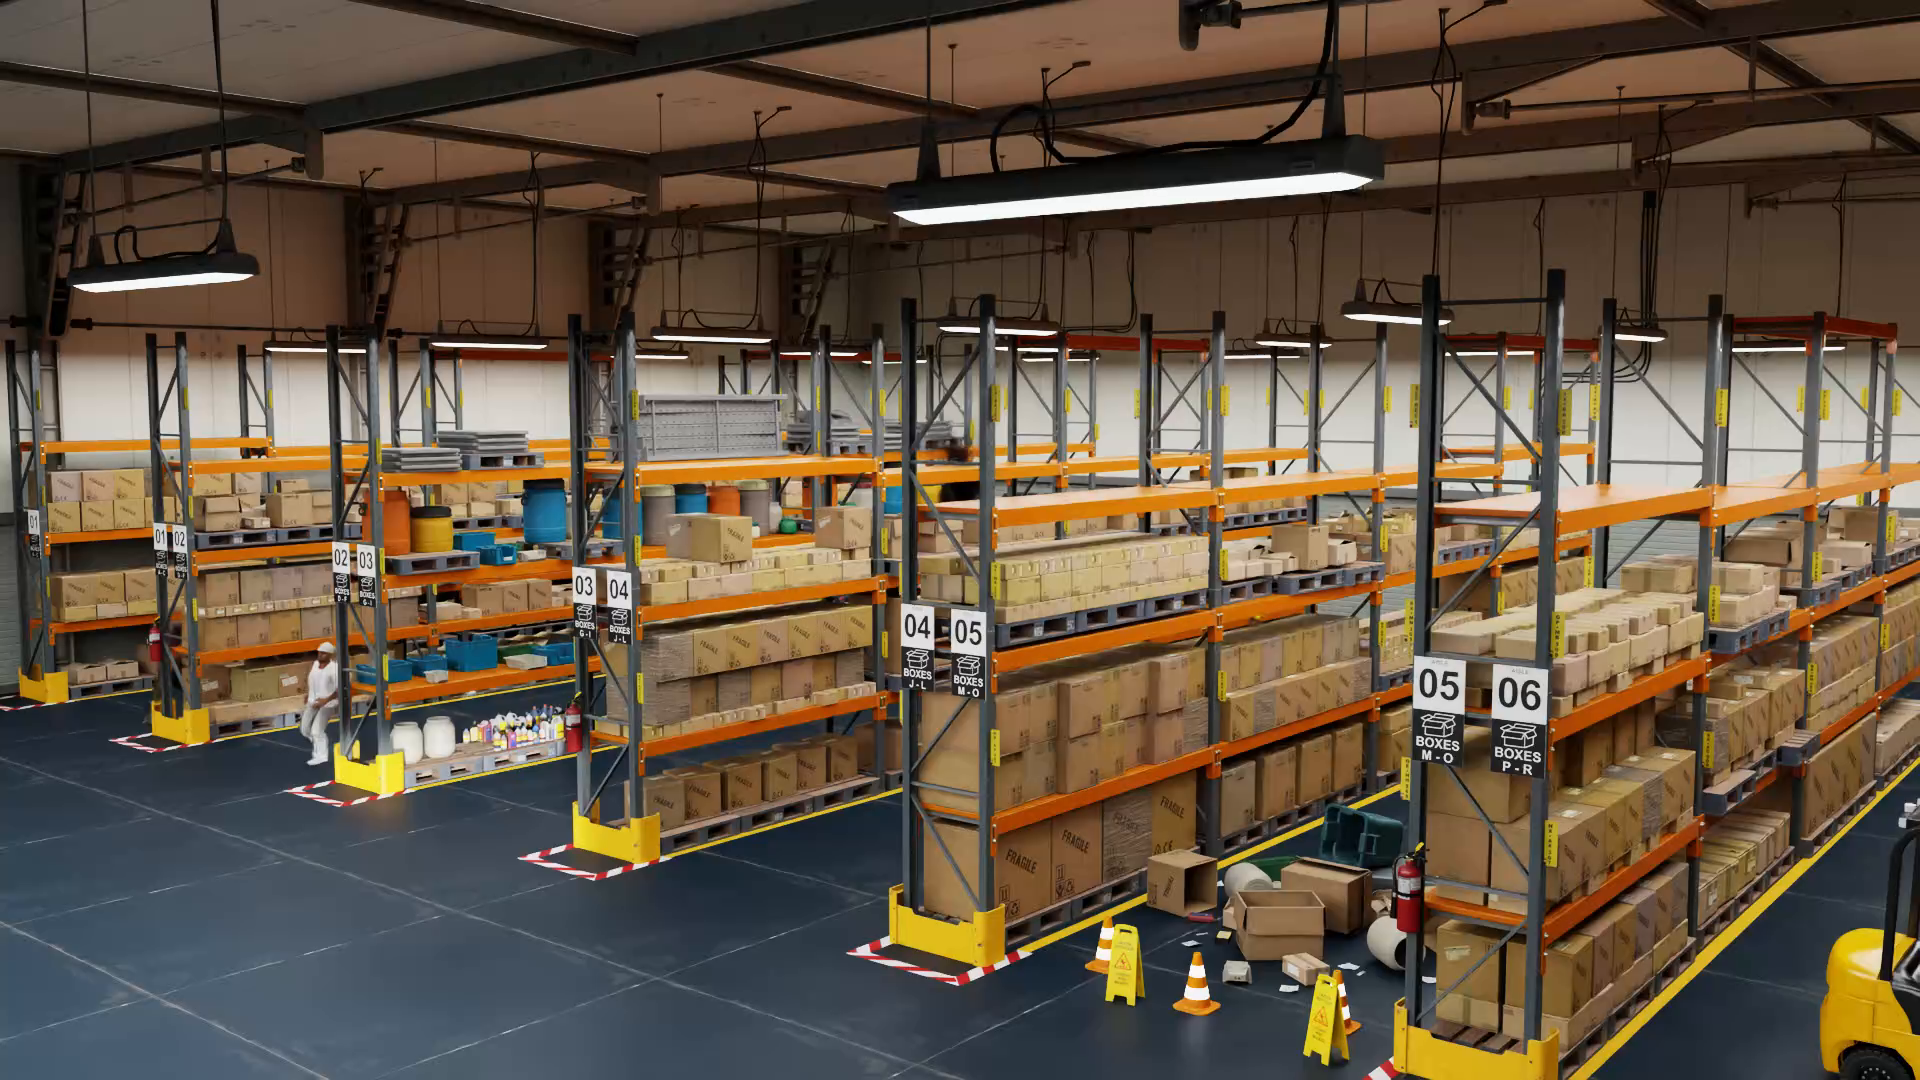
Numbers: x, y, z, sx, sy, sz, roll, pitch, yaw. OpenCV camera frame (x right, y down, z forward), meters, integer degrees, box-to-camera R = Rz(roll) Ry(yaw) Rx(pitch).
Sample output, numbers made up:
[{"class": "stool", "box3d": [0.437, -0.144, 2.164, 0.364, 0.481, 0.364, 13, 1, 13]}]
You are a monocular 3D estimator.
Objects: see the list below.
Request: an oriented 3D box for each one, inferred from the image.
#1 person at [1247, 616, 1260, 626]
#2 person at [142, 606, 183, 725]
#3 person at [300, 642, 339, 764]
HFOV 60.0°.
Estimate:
[{"class": "person", "box3d": [4.568, 1.972, 25.969, 0.696, 1.718, 0.605, 3, 6, 33]}, {"class": "person", "box3d": [-12.448, 1.973, 26.255, 0.668, 1.733, 1.159, 4, 6, 37]}, {"class": "person", "box3d": [-8.785, 2.251, 22.910, 0.721, 1.711, 0.543, 2, 6, 24]}]
